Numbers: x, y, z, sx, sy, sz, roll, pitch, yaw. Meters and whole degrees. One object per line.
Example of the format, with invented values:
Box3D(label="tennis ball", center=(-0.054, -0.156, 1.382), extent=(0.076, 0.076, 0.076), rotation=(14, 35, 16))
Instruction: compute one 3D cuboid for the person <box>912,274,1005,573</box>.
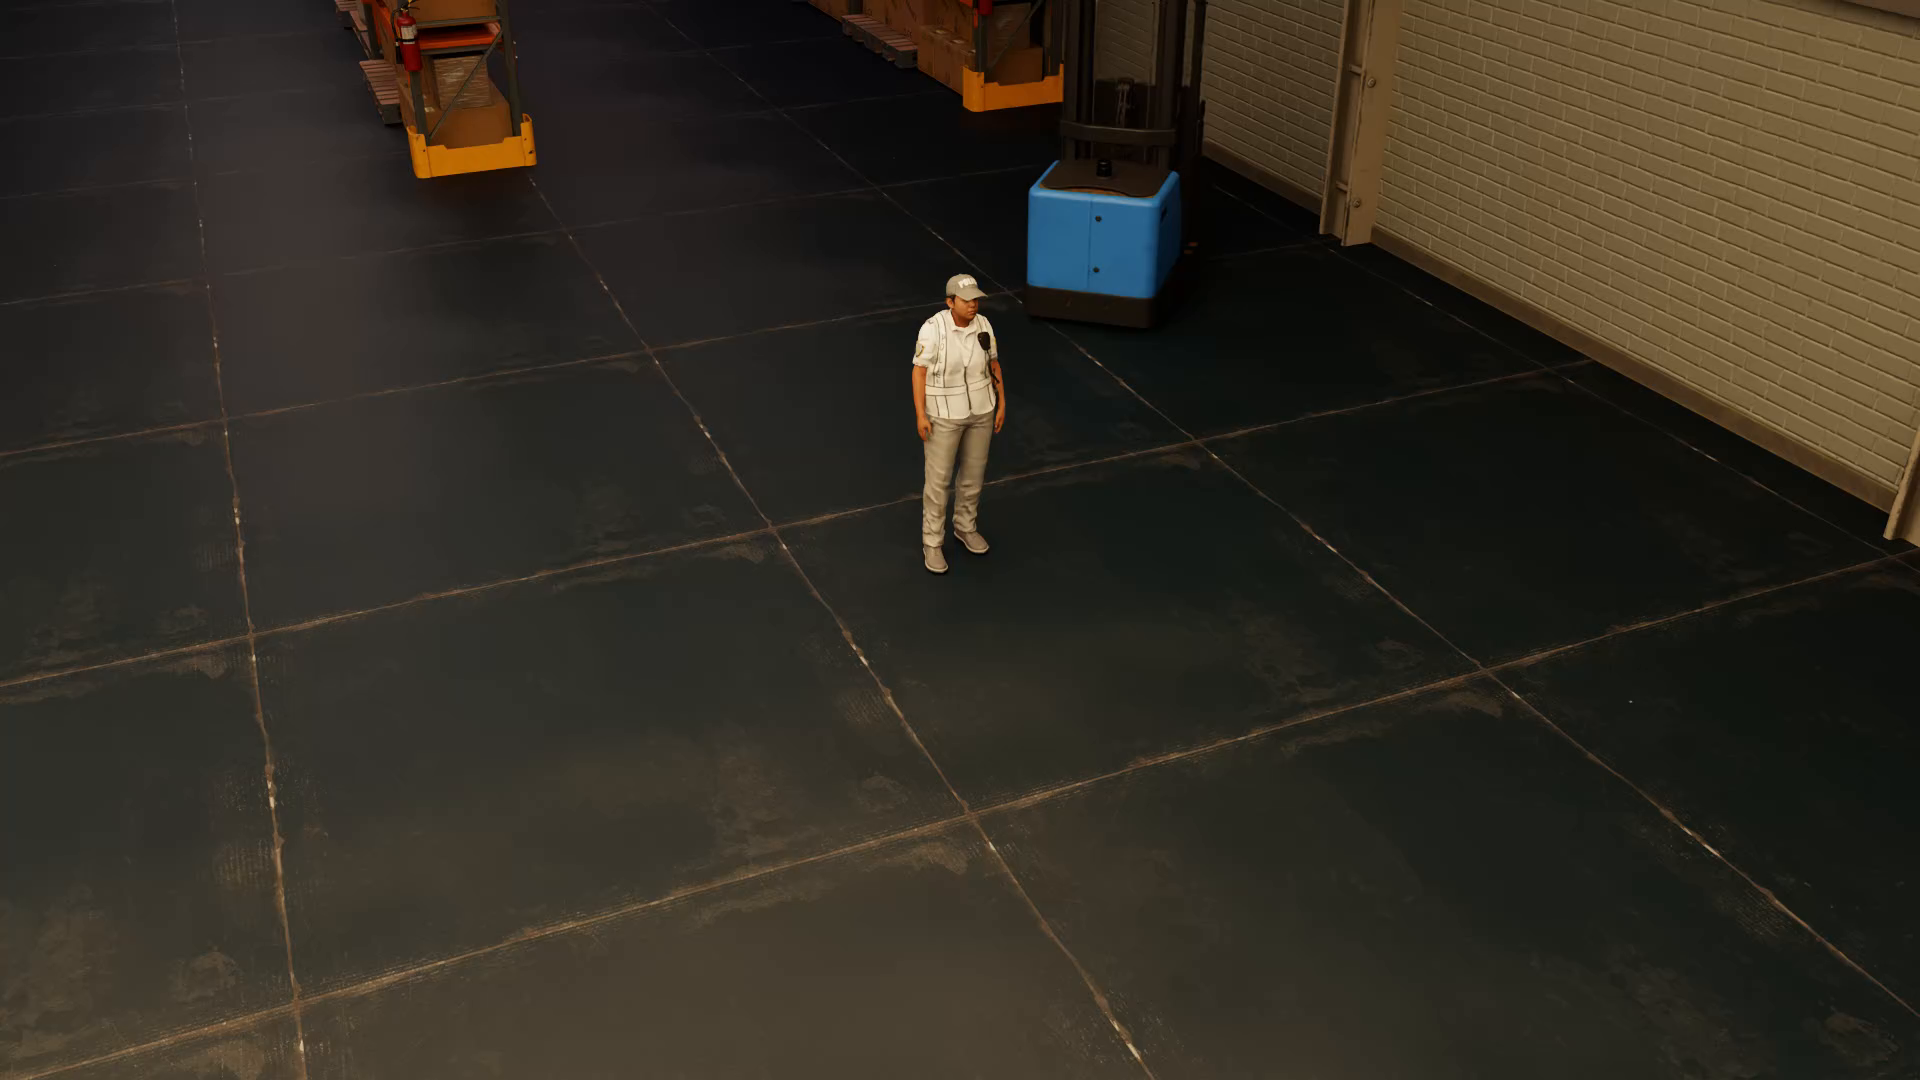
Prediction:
Box3D(label="person", center=(0.010, -0.686, 9.589), extent=(0.599, 1.659, 0.529), rotation=(-12, 32, -20))

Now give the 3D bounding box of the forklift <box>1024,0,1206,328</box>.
Box3D(label="forklift", center=(1.433, -3.616, 13.444), extent=(1.130, 2.935, 3.031), rotation=(9, 31, 15))
